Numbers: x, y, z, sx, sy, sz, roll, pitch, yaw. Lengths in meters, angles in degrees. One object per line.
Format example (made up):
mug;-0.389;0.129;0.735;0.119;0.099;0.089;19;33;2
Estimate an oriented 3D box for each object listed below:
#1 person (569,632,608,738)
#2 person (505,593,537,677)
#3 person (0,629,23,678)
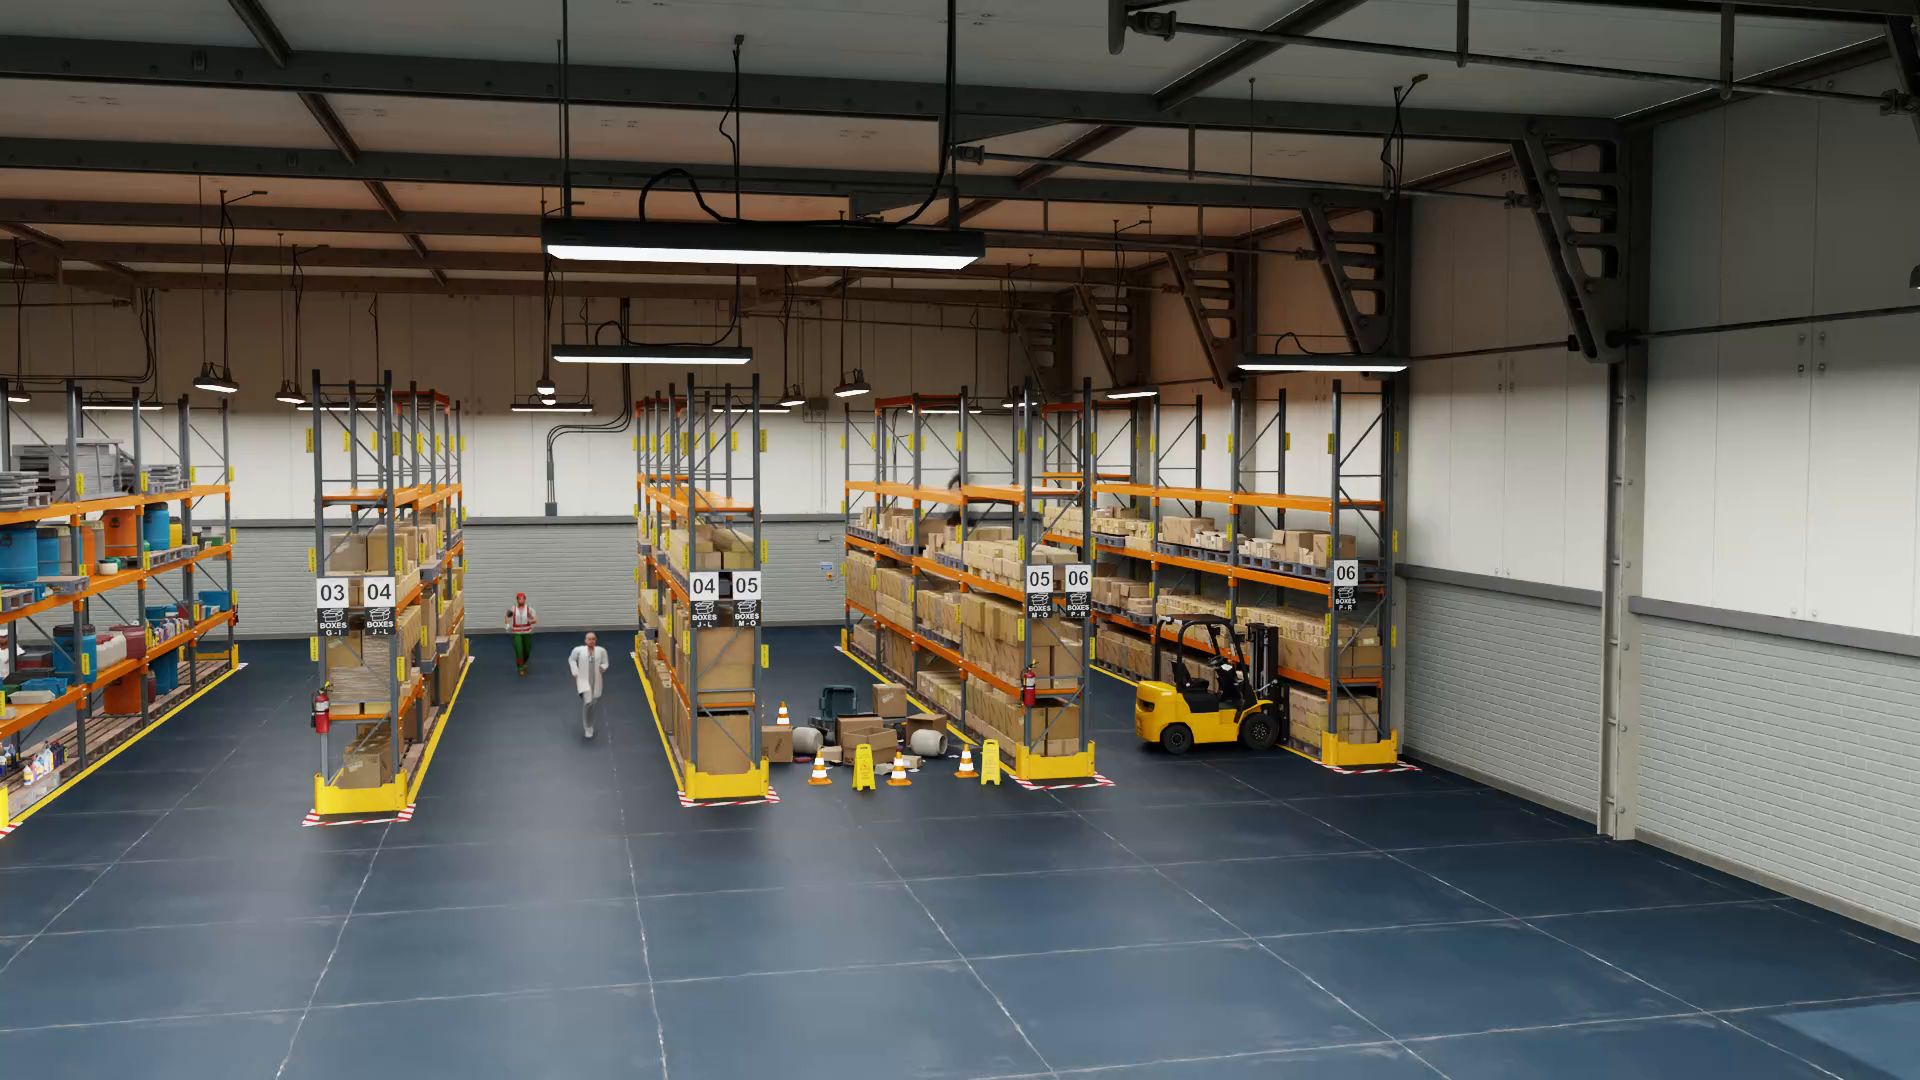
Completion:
person;-6.354;2.485;28.570;0.613;1.814;0.909;-2;4;-30
person;-9.456;2.015;35.874;0.662;1.766;1.002;-1;4;-21
person;-16.612;2.423;28.886;0.700;1.754;0.989;-1;4;-21
